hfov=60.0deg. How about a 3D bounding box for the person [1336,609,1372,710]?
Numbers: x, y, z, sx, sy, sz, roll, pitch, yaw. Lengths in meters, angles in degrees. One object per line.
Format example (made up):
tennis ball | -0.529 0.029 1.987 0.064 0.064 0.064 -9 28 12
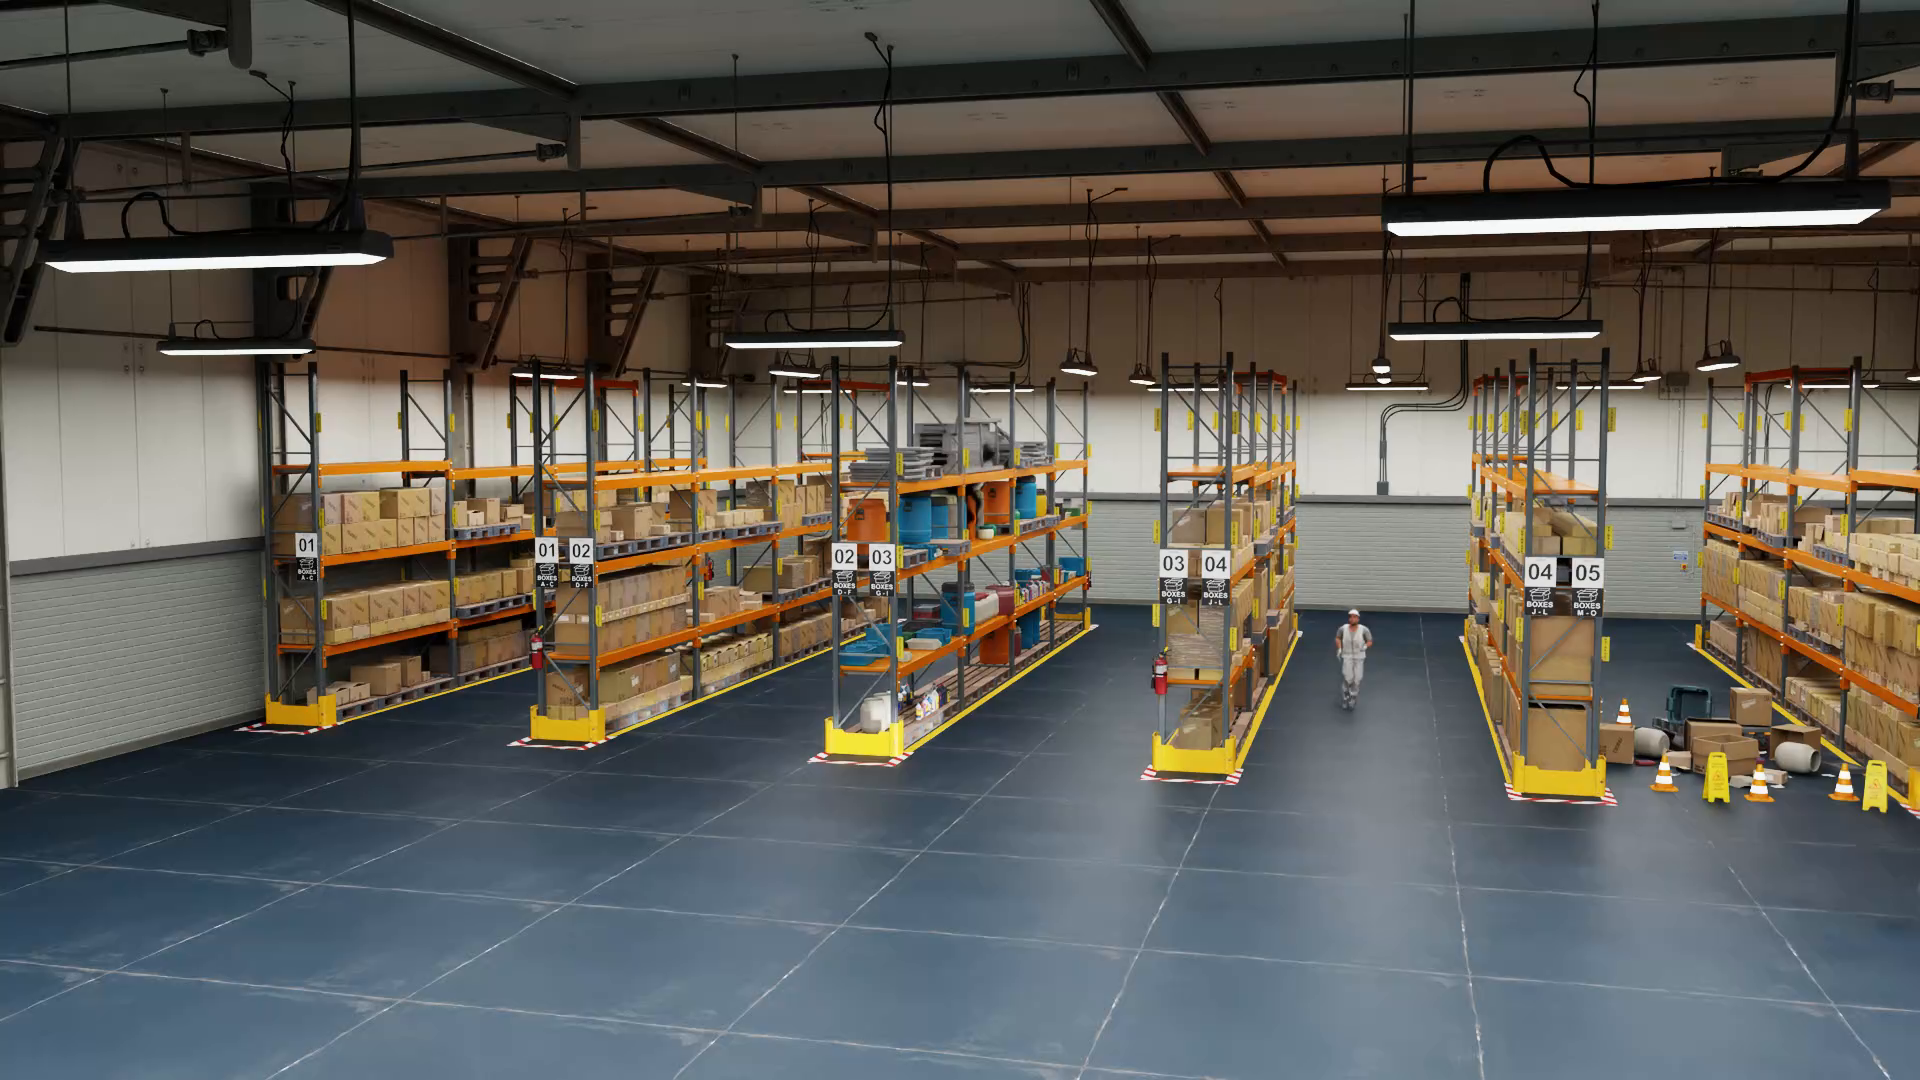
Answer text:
person | 6.834 2.088 28.857 0.624 1.767 0.663 1 4 13
